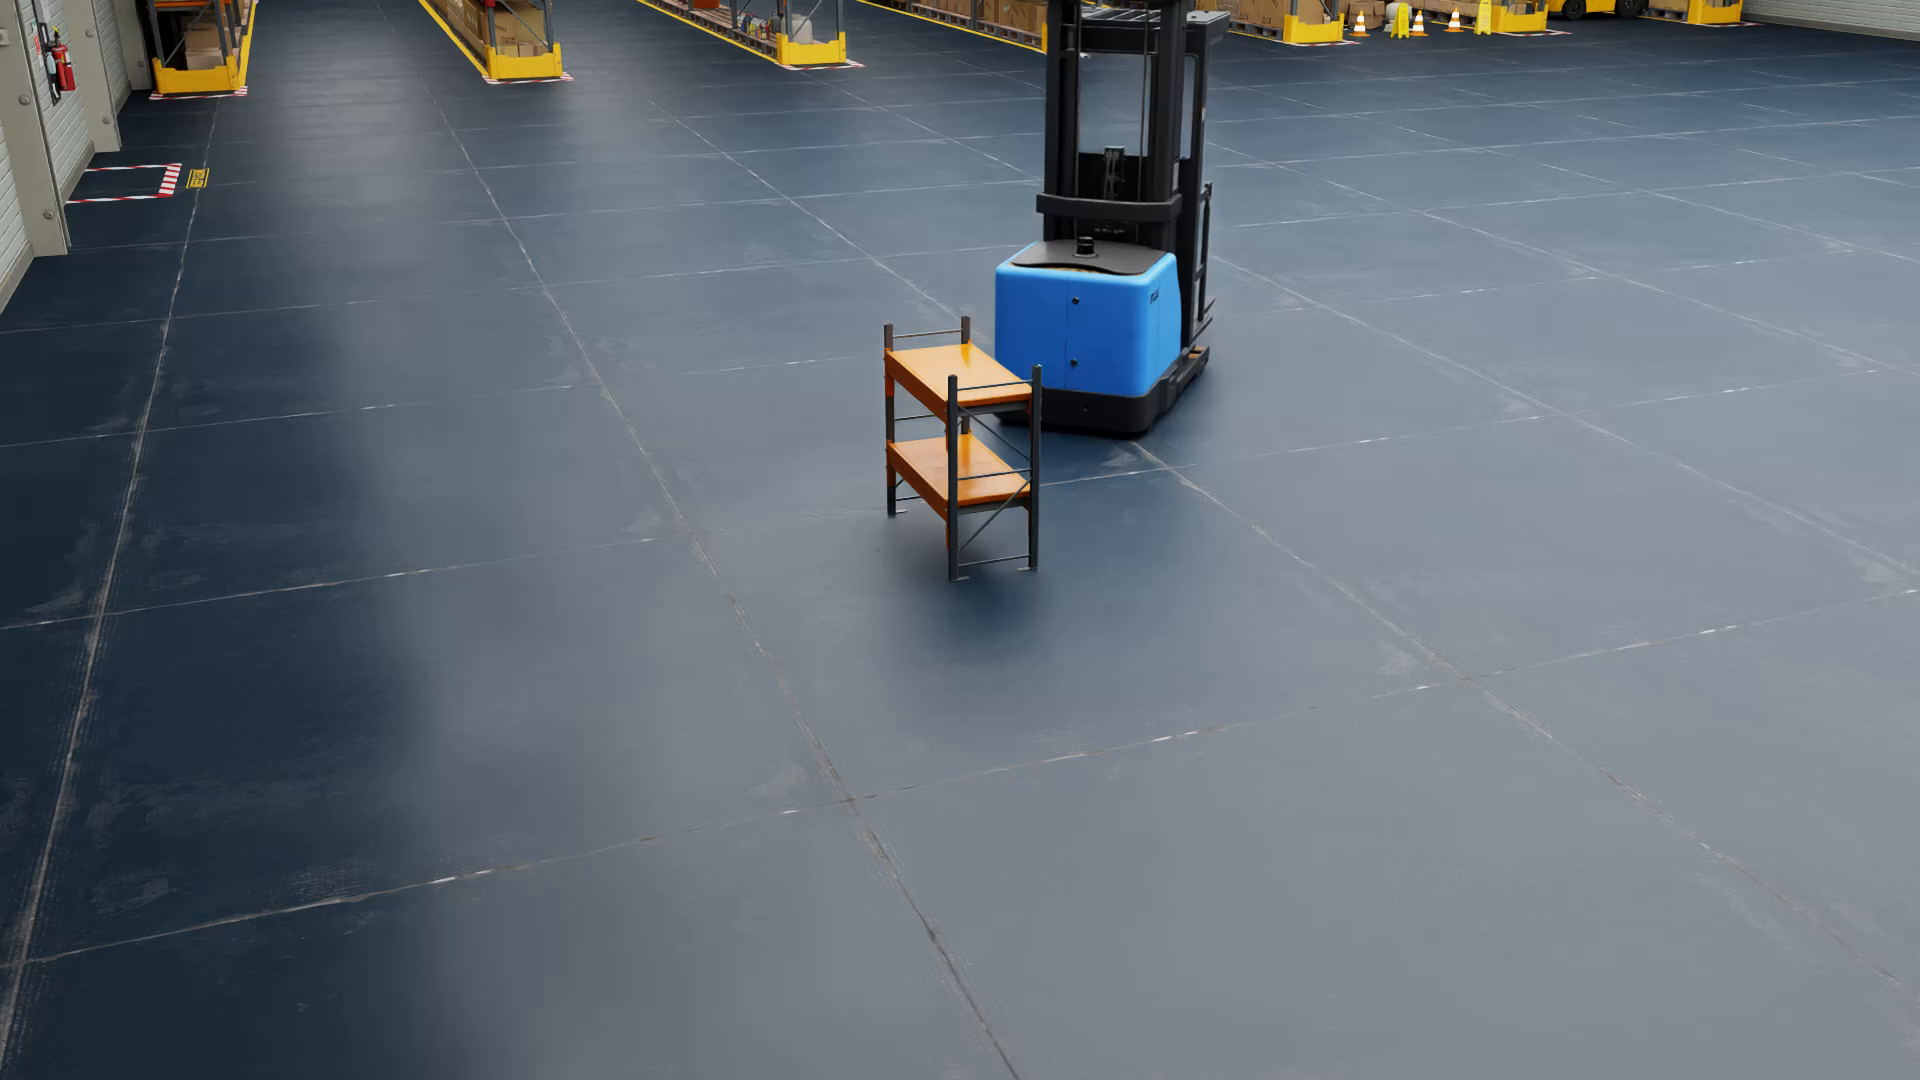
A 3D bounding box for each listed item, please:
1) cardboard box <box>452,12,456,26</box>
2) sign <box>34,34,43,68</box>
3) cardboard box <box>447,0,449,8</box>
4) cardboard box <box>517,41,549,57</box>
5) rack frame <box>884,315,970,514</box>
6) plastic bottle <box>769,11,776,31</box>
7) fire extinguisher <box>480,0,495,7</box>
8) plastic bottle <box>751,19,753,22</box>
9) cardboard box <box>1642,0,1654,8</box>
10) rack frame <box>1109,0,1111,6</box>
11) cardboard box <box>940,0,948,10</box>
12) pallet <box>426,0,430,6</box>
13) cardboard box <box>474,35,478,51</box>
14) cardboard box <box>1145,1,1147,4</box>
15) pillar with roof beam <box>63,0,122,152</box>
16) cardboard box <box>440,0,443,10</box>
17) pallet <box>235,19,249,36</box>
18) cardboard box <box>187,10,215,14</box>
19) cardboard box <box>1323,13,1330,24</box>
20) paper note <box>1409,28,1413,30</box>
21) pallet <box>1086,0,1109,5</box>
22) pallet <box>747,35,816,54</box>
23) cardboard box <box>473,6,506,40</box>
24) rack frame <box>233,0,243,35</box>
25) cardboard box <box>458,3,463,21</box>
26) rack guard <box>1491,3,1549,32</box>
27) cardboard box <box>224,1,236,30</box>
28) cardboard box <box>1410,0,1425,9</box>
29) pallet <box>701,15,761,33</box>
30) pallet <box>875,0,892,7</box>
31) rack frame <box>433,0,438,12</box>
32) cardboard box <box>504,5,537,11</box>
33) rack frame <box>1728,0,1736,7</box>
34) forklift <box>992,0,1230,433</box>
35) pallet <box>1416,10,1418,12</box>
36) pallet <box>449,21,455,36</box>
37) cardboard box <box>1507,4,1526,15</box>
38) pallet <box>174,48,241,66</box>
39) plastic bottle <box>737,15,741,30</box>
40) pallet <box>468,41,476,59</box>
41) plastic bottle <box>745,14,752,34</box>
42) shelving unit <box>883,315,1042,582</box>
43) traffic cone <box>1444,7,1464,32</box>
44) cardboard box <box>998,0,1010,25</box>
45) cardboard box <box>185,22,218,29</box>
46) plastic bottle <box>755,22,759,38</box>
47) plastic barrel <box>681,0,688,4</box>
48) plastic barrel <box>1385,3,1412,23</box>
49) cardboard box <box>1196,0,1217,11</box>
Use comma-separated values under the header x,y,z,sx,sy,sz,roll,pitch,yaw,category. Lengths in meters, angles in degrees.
x,y,z,sx,sy,sz,roll,pitch,yaw,category
-9.698,-10.251,32.709,0.500,0.250,0.500,-9,24,-20,cardboard box
-9.784,-5.192,17.660,0.001,0.329,0.234,-8,24,-19,sign
-10.066,-10.880,33.480,0.500,0.311,0.500,-7,24,-17,cardboard box
-7.131,-8.171,27.774,0.500,0.250,0.500,-8,24,-19,cardboard box
-0.182,-0.706,9.476,0.500,1.125,0.032,-8,24,-19,rack frame
-3.566,-9.919,31.765,0.144,0.351,0.185,-8,24,-19,plastic bottle
-7.543,-8.877,26.548,0.296,0.674,0.183,-8,24,-19,fire extinguisher
-3.877,-9.629,31.180,0.097,0.271,0.097,0,23,0,plastic bottle
15.236,-11.838,36.474,0.500,0.250,0.500,-8,24,-18,cardboard box
3.969,-13.928,38.432,1.000,3.000,0.127,-8,24,-19,rack frame
-0.037,-11.689,35.773,0.700,0.500,0.500,-6,24,-15,cardboard box
-12.066,-12.788,39.319,1.003,0.211,1.213,-8,24,-19,pallet
-8.157,-8.643,28.894,0.500,0.250,0.500,-8,24,-19,cardboard box
4.741,-12.195,36.678,1.050,0.750,0.750,-8,24,-19,cardboard box
-6.693,-9.649,20.556,9.100,9.000,0.400,-8,24,-19,pillar with roof beam
-10.900,-11.662,35.710,0.500,0.500,0.500,-9,25,-21,cardboard box
-14.817,-10.257,33.313,1.003,0.211,1.213,-8,24,-19,pallet
-13.630,-9.613,29.881,0.500,0.250,0.500,-9,24,-20,cardboard box
7.712,-10.842,34.633,0.396,0.266,0.258,-4,23,-10,cardboard box
9.194,-10.439,33.978,0.148,0.019,0.142,-18,29,-37,paper note
3.694,-12.927,39.648,1.003,0.211,1.213,-8,24,-19,pallet
-3.295,-9.172,30.740,1.003,0.211,1.213,-8,24,-19,pallet
-7.985,-8.806,28.316,0.500,0.500,0.500,-8,24,-19,cardboard box
-14.609,-11.245,32.067,1.000,3.000,0.127,-8,24,-19,rack frame
-9.164,-9.953,31.281,0.500,0.311,0.500,-8,24,-18,cardboard box
11.363,-10.612,33.785,1.175,0.500,0.348,-8,24,-19,rack guard
-14.306,-10.041,31.864,0.700,0.500,0.500,-8,24,-18,cardboard box
10.132,-11.673,36.082,0.500,0.250,0.500,-7,24,-16,cardboard box
-4.676,-10.590,34.104,1.003,0.211,1.213,-8,24,-19,pallet
-1.343,-12.738,39.201,1.003,0.211,1.213,-8,24,-19,pallet
-11.389,-13.379,37.131,1.000,3.000,0.127,-8,24,-19,rack frame
-7.499,-8.878,28.485,0.500,0.500,0.500,-8,24,-19,cardboard box
16.032,-12.419,34.853,1.000,3.000,0.127,-8,24,-19,rack frame
1.198,-2.585,11.610,1.130,2.935,3.031,8,24,19,forklift
9.700,-12.188,37.895,1.003,0.211,1.213,-8,24,-19,pallet
-9.722,-10.336,33.502,1.003,0.211,1.213,-8,24,-19,pallet
11.364,-10.994,34.472,0.500,0.250,0.500,-9,24,-19,cardboard box
-12.926,-8.267,28.593,1.003,0.211,1.213,-8,24,-19,pallet
-4.225,-9.920,31.871,0.097,0.271,0.097,0,23,0,plastic bottle
-8.321,-8.893,30.077,1.003,0.211,1.213,-8,24,-19,pallet
-3.964,-9.714,31.279,0.144,0.351,0.185,-9,25,-21,plastic bottle
-0.002,-0.521,9.037,0.538,1.125,1.048,-8,24,-19,shelving unit
10.031,-10.547,33.678,0.336,0.463,0.334,-8,24,-19,traffic cone
1.019,-10.514,33.011,0.500,0.500,0.500,-1,23,-2,cardboard box
-12.792,-8.471,28.137,0.500,0.500,0.500,-10,25,-23,cardboard box
-3.686,-9.398,30.626,0.152,0.276,0.135,-9,24,-20,plastic bottle
-5.929,-12.272,37.069,0.600,0.588,0.708,-8,24,-19,plastic barrel
9.244,-11.092,35.022,0.512,0.421,0.421,8,24,18,plastic barrel
5.538,-11.450,34.750,0.875,0.875,0.875,-8,24,-18,cardboard box
